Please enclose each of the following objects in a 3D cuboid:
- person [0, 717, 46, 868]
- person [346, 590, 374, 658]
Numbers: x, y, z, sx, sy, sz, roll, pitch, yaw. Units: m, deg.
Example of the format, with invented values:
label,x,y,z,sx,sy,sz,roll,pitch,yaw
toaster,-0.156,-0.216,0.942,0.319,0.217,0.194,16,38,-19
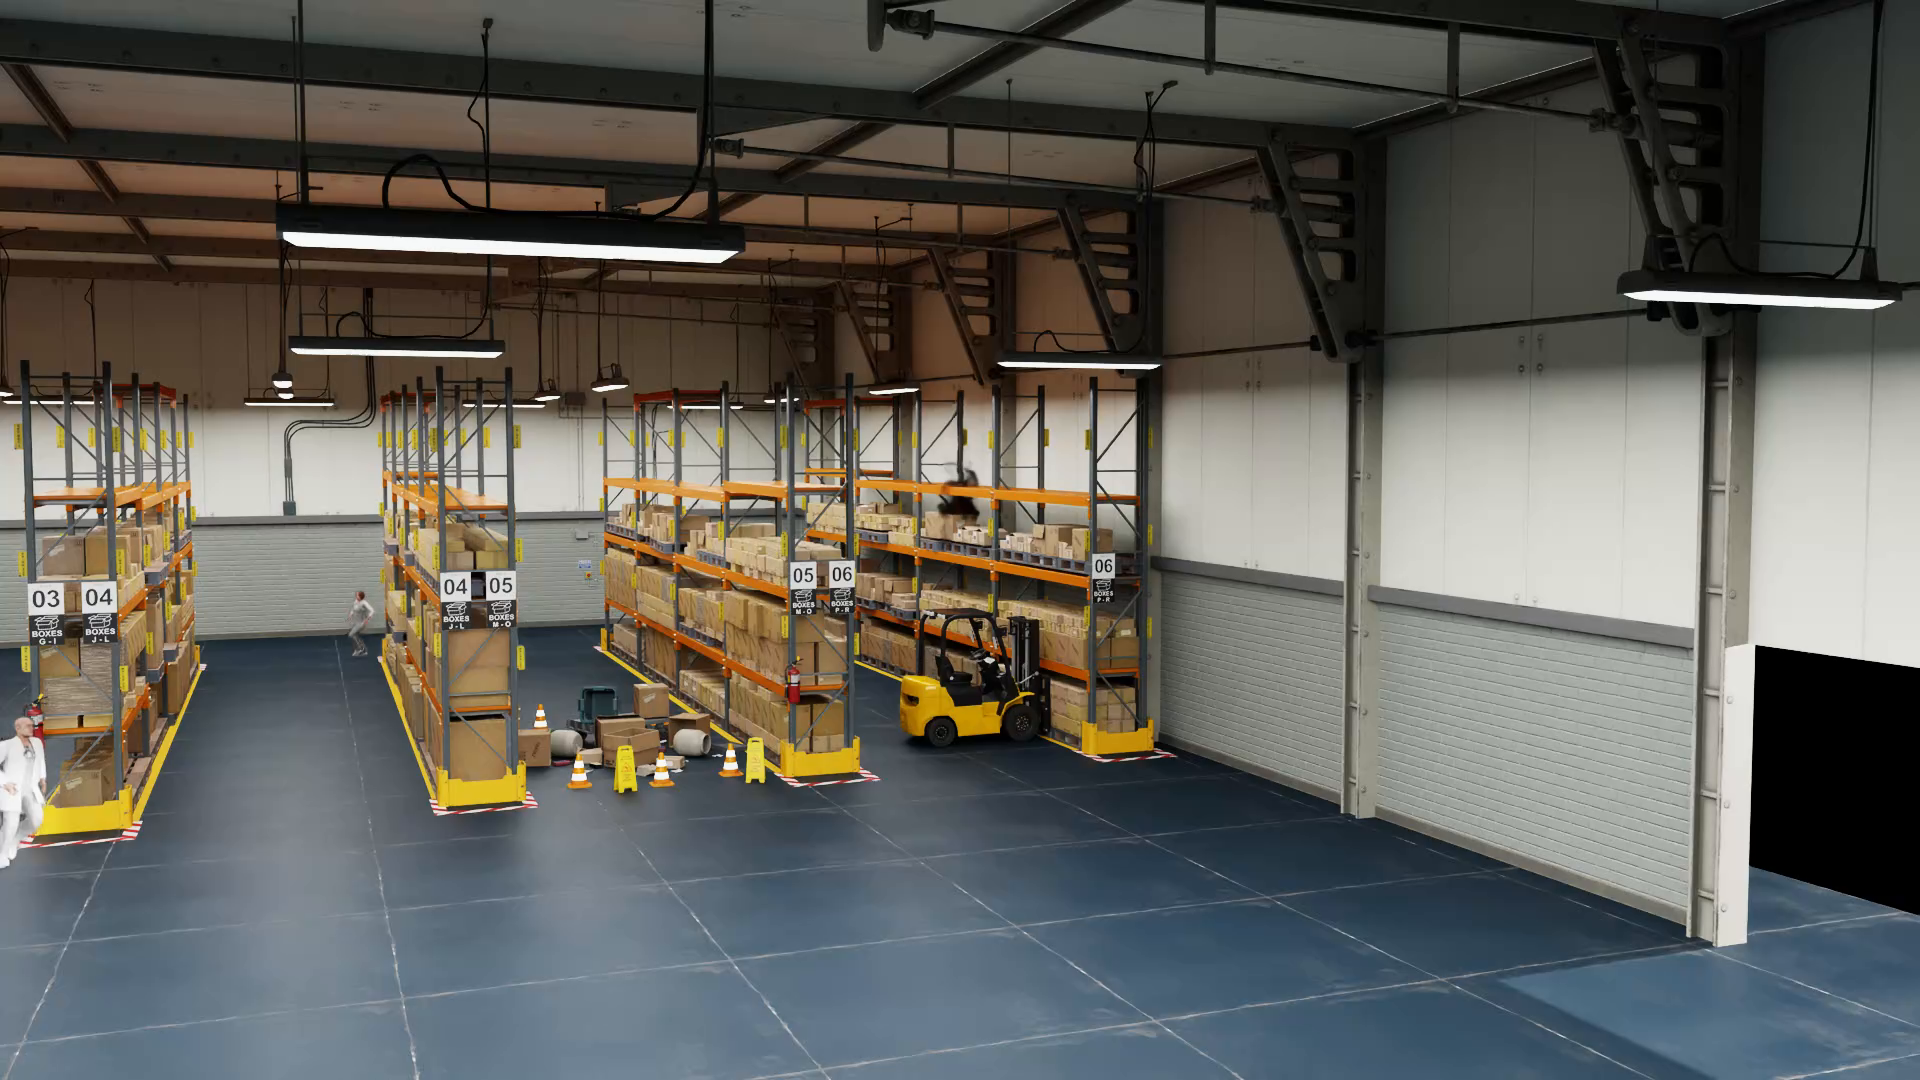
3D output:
label,x,y,z,sx,sy,sz,roll,pitch,yaw
person,-11.095,2.964,19.686,0.554,1.715,0.764,2,4,29
person,-13.753,1.931,38.091,0.600,1.568,0.595,3,4,40
